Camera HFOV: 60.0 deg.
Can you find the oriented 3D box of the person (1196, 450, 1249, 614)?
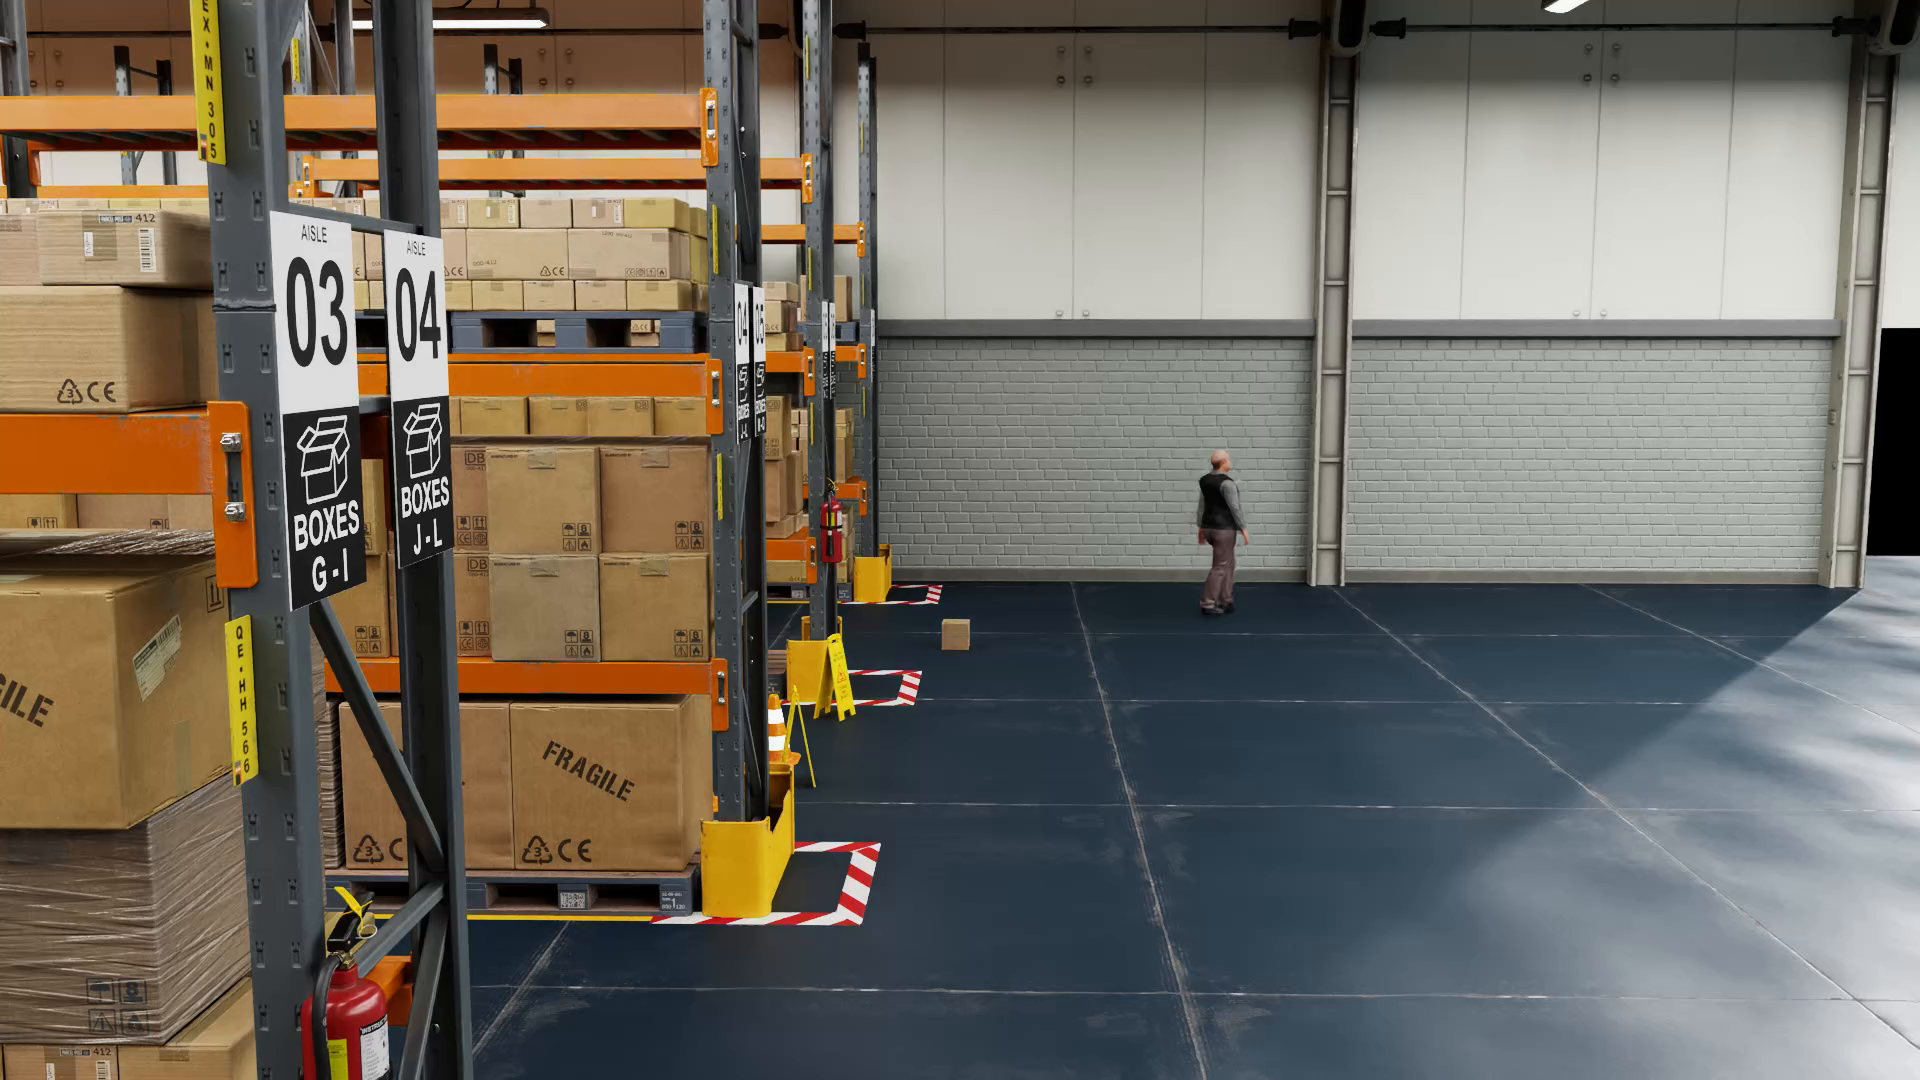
[{"bbox_3d":[2.749,-0.044,17.348,0.586,1.791,0.571,-3,8,-25],"label":"person"}]
